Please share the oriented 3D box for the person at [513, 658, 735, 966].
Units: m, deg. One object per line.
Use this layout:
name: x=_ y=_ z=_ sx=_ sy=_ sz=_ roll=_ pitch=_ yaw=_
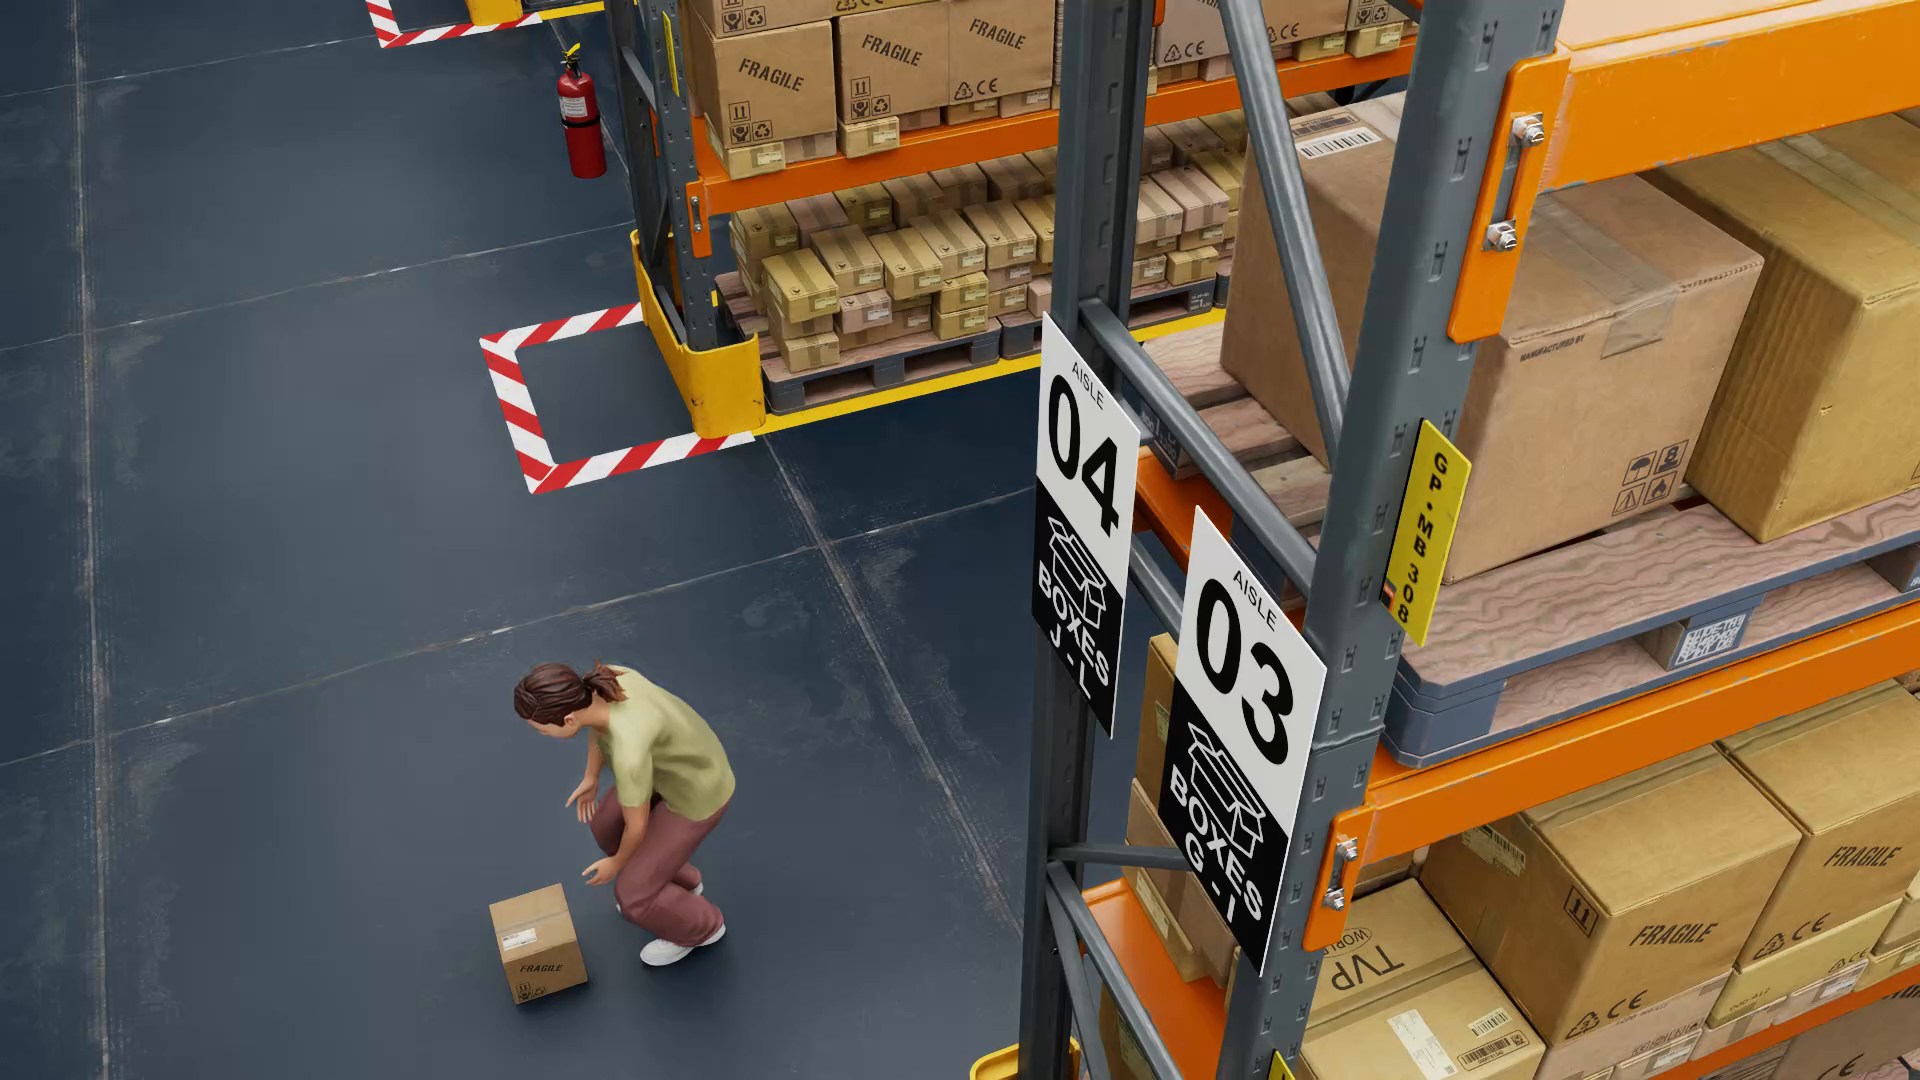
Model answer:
person: x=-1.033 y=0.861 z=5.399 sx=0.615 sy=1.418 sz=0.508 roll=-15 pitch=44 yaw=-16
